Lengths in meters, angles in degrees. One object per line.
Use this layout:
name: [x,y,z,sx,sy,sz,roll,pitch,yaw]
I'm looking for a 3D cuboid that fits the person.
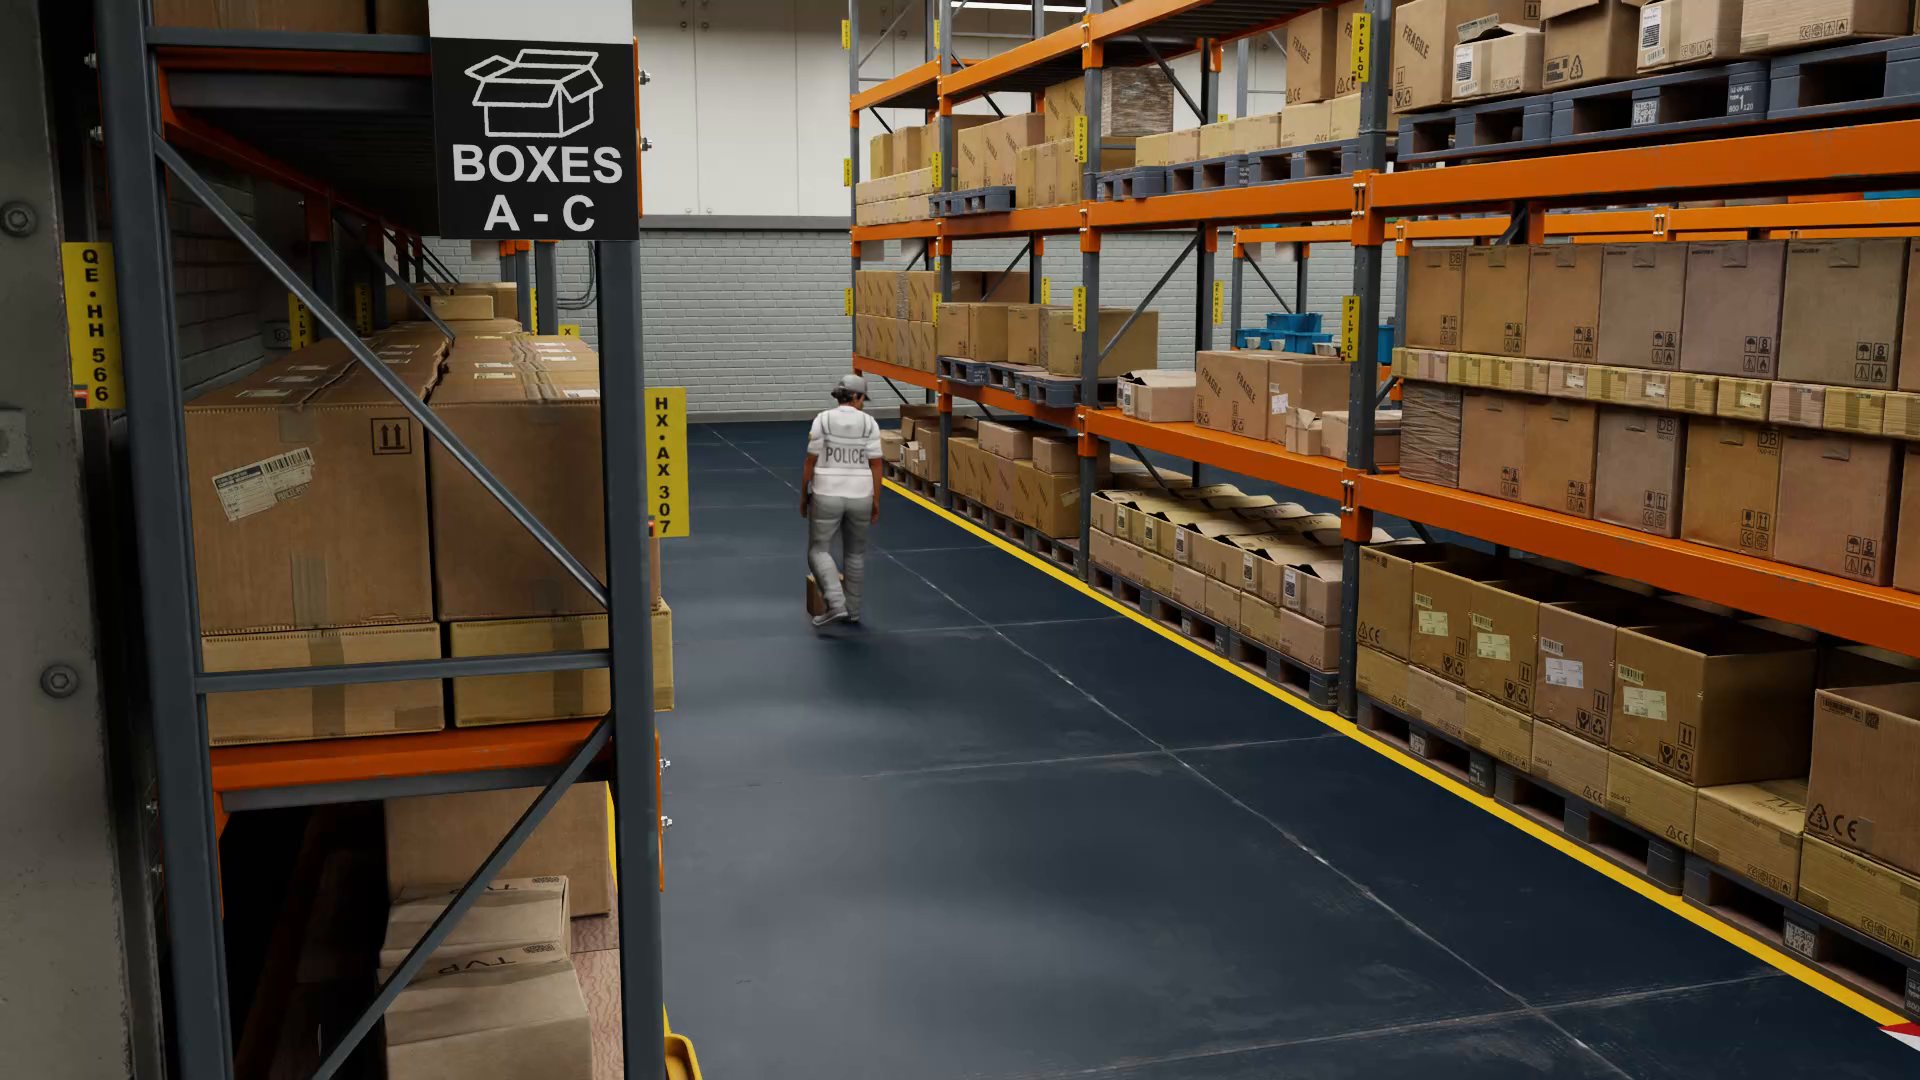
person: [-0.773,-0.252,10.848,0.509,1.646,0.714,-4,10,-21]
